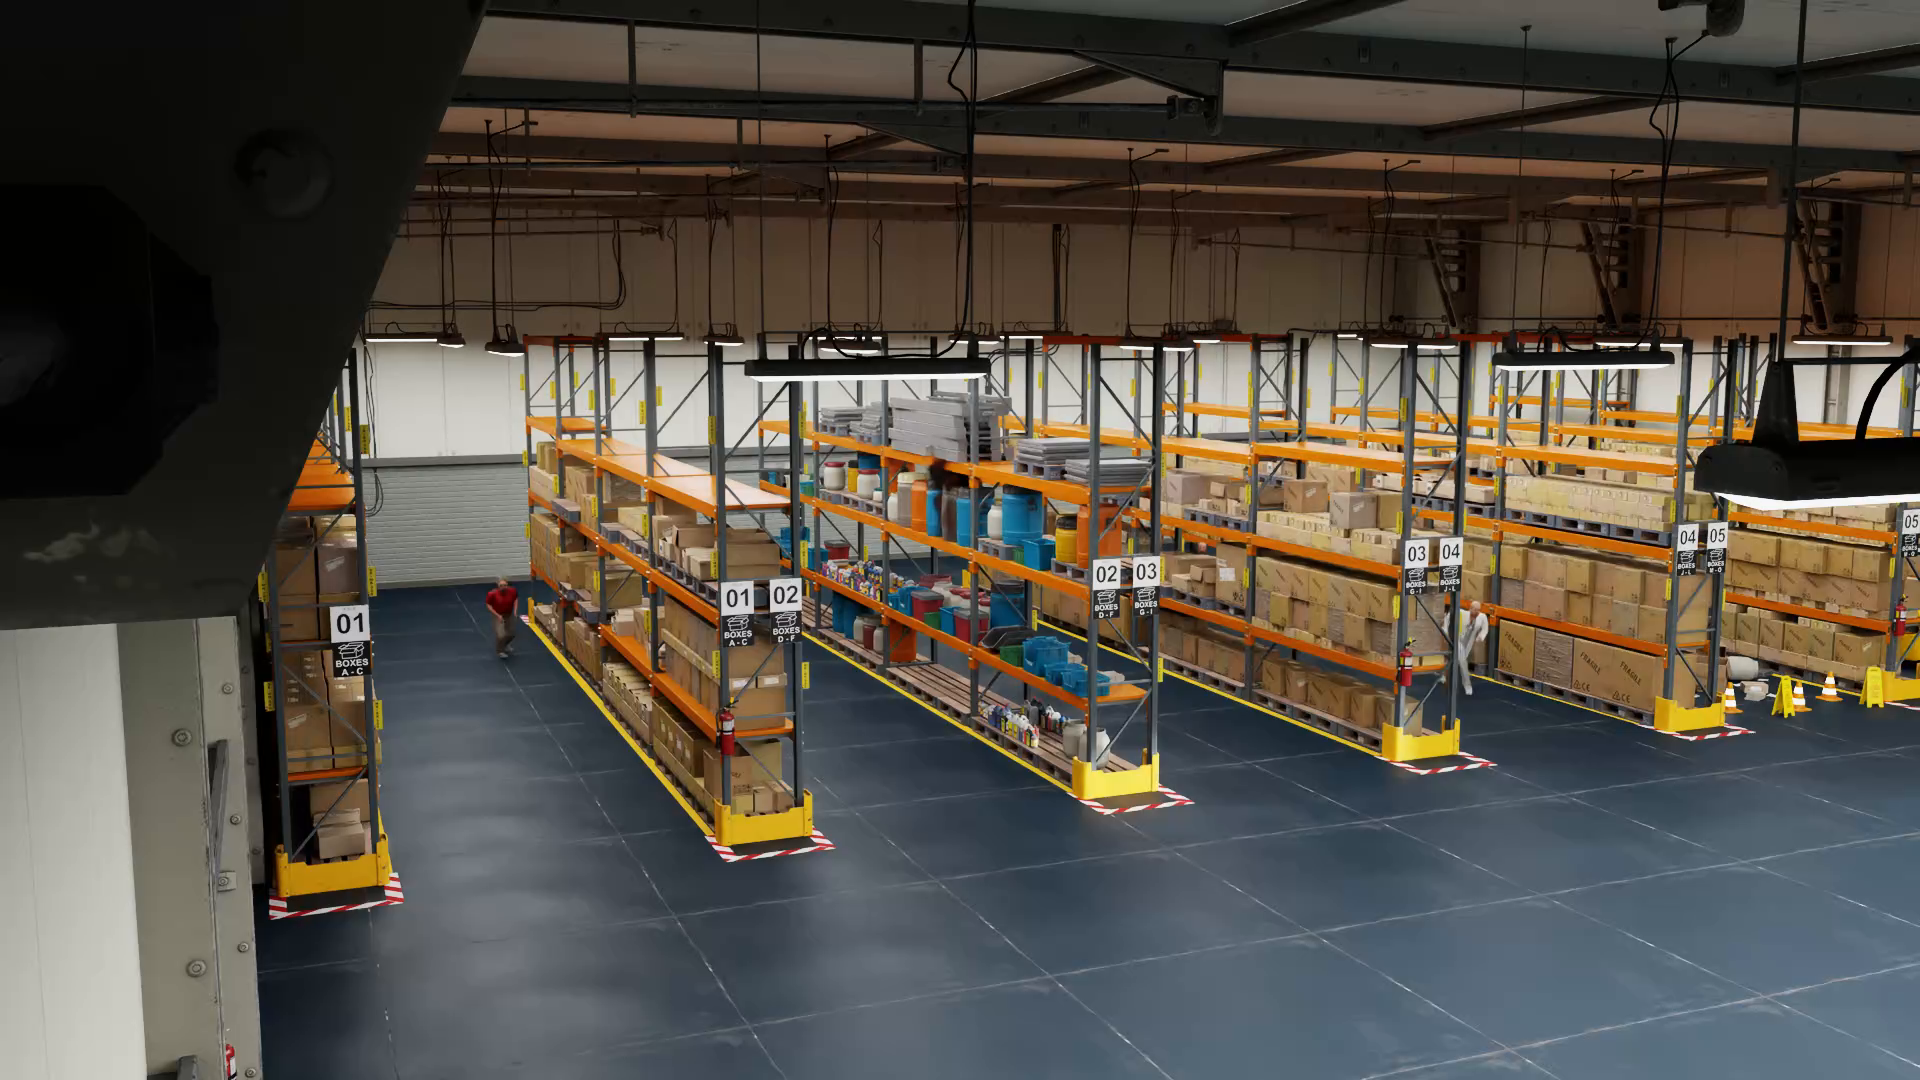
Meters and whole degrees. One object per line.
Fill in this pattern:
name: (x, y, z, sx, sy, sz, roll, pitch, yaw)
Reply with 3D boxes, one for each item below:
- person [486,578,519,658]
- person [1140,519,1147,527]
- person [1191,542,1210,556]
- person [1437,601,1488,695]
person: (-8.561, 1.431, 31.071, 0.667, 1.563, 0.894, -6, 9, -37)
person: (4.414, -0.050, 41.431, 0.824, 1.817, 0.678, -3, 8, -20)
person: (5.023, 0.851, 35.150, 0.630, 1.648, 0.730, -6, 10, -38)
person: (8.568, 1.767, 28.479, 0.699, 1.612, 1.138, -2, 8, -12)
